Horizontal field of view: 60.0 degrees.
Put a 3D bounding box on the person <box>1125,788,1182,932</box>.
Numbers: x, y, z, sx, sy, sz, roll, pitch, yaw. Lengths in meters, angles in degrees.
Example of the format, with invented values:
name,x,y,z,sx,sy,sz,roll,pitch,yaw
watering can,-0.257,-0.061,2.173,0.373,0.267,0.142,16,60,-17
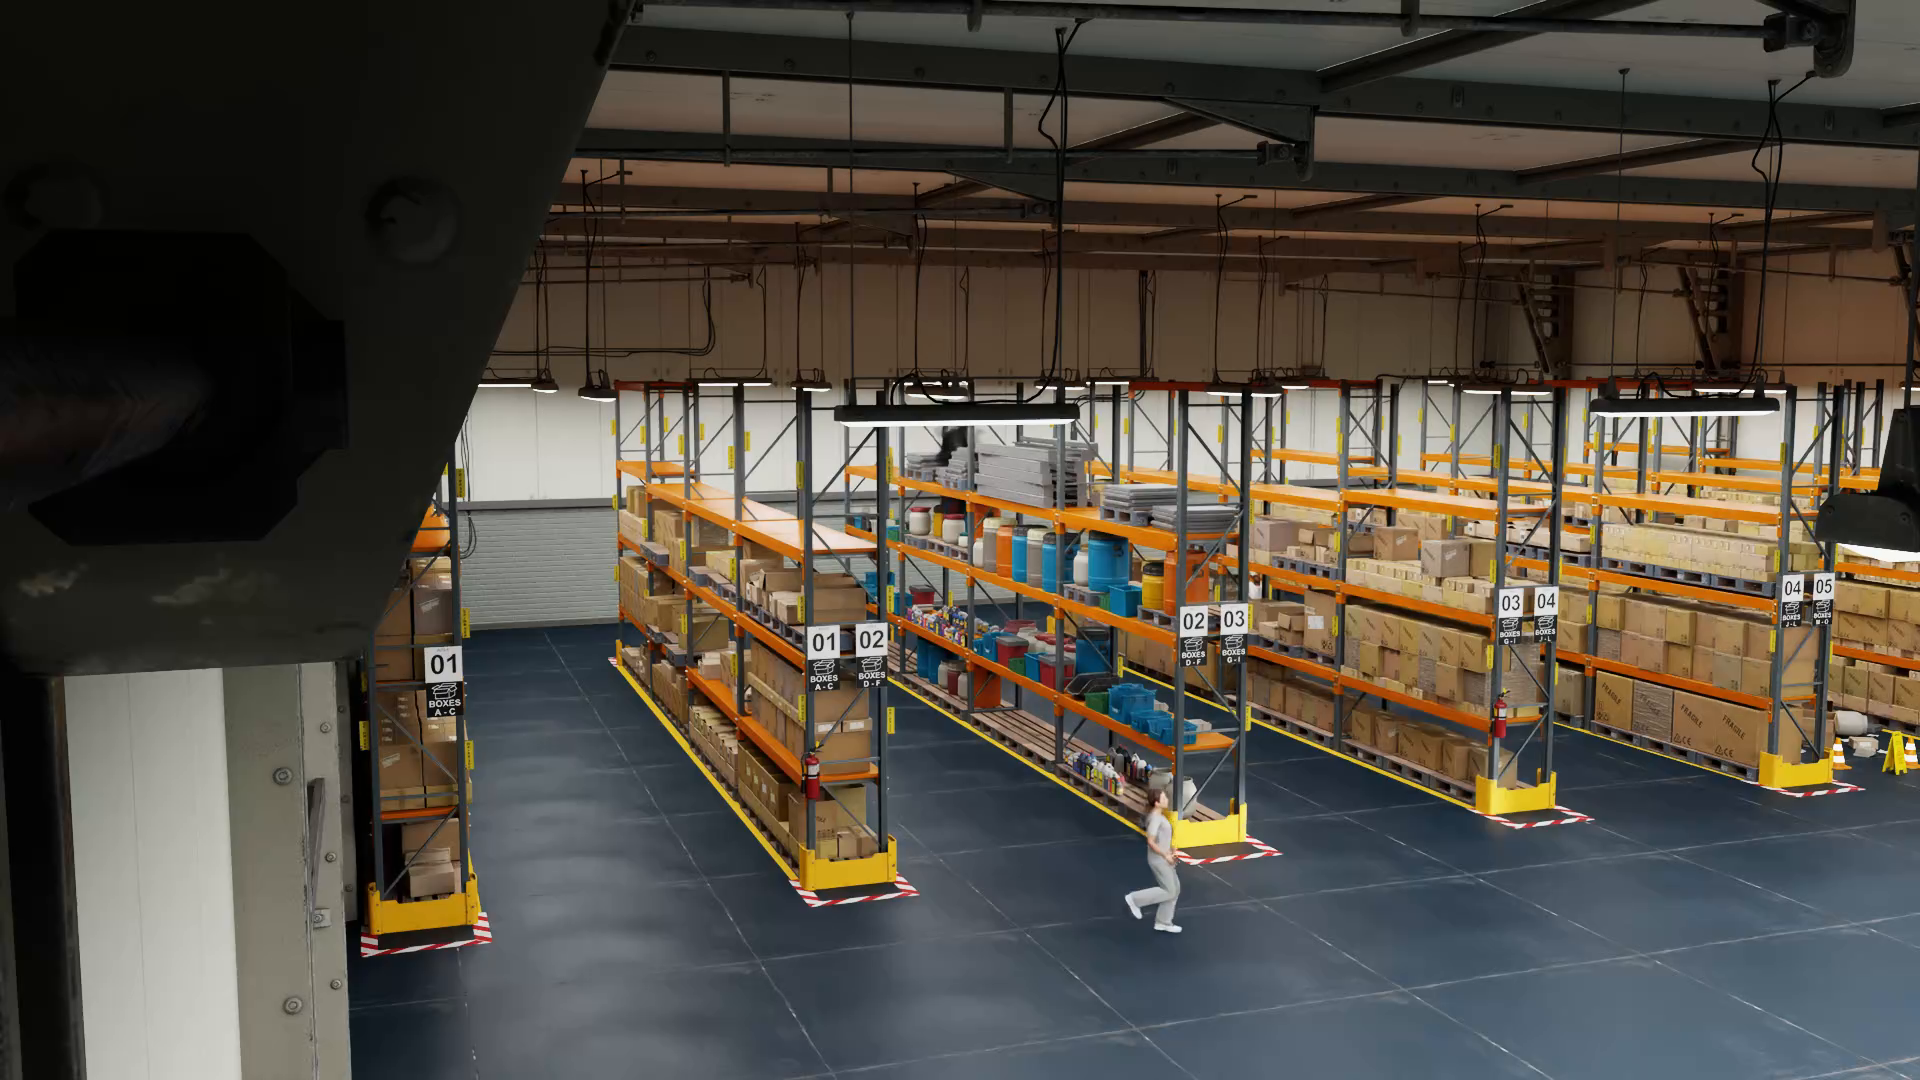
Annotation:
name,x,y,z,sx,sy,sz,roll,pitch,yaw
person,2.170,3.572,18.589,0.636,1.631,0.572,1,6,6

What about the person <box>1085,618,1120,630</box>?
name,x,y,z,sx,sy,sz,roll,pitch,yaw
person,2.711,1.955,31.033,0.579,1.746,0.728,-4,7,-34

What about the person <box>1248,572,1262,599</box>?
name,x,y,z,sx,sy,sz,roll,pitch,yaw
person,6.580,1.541,36.932,0.695,1.763,0.956,-2,6,-18
